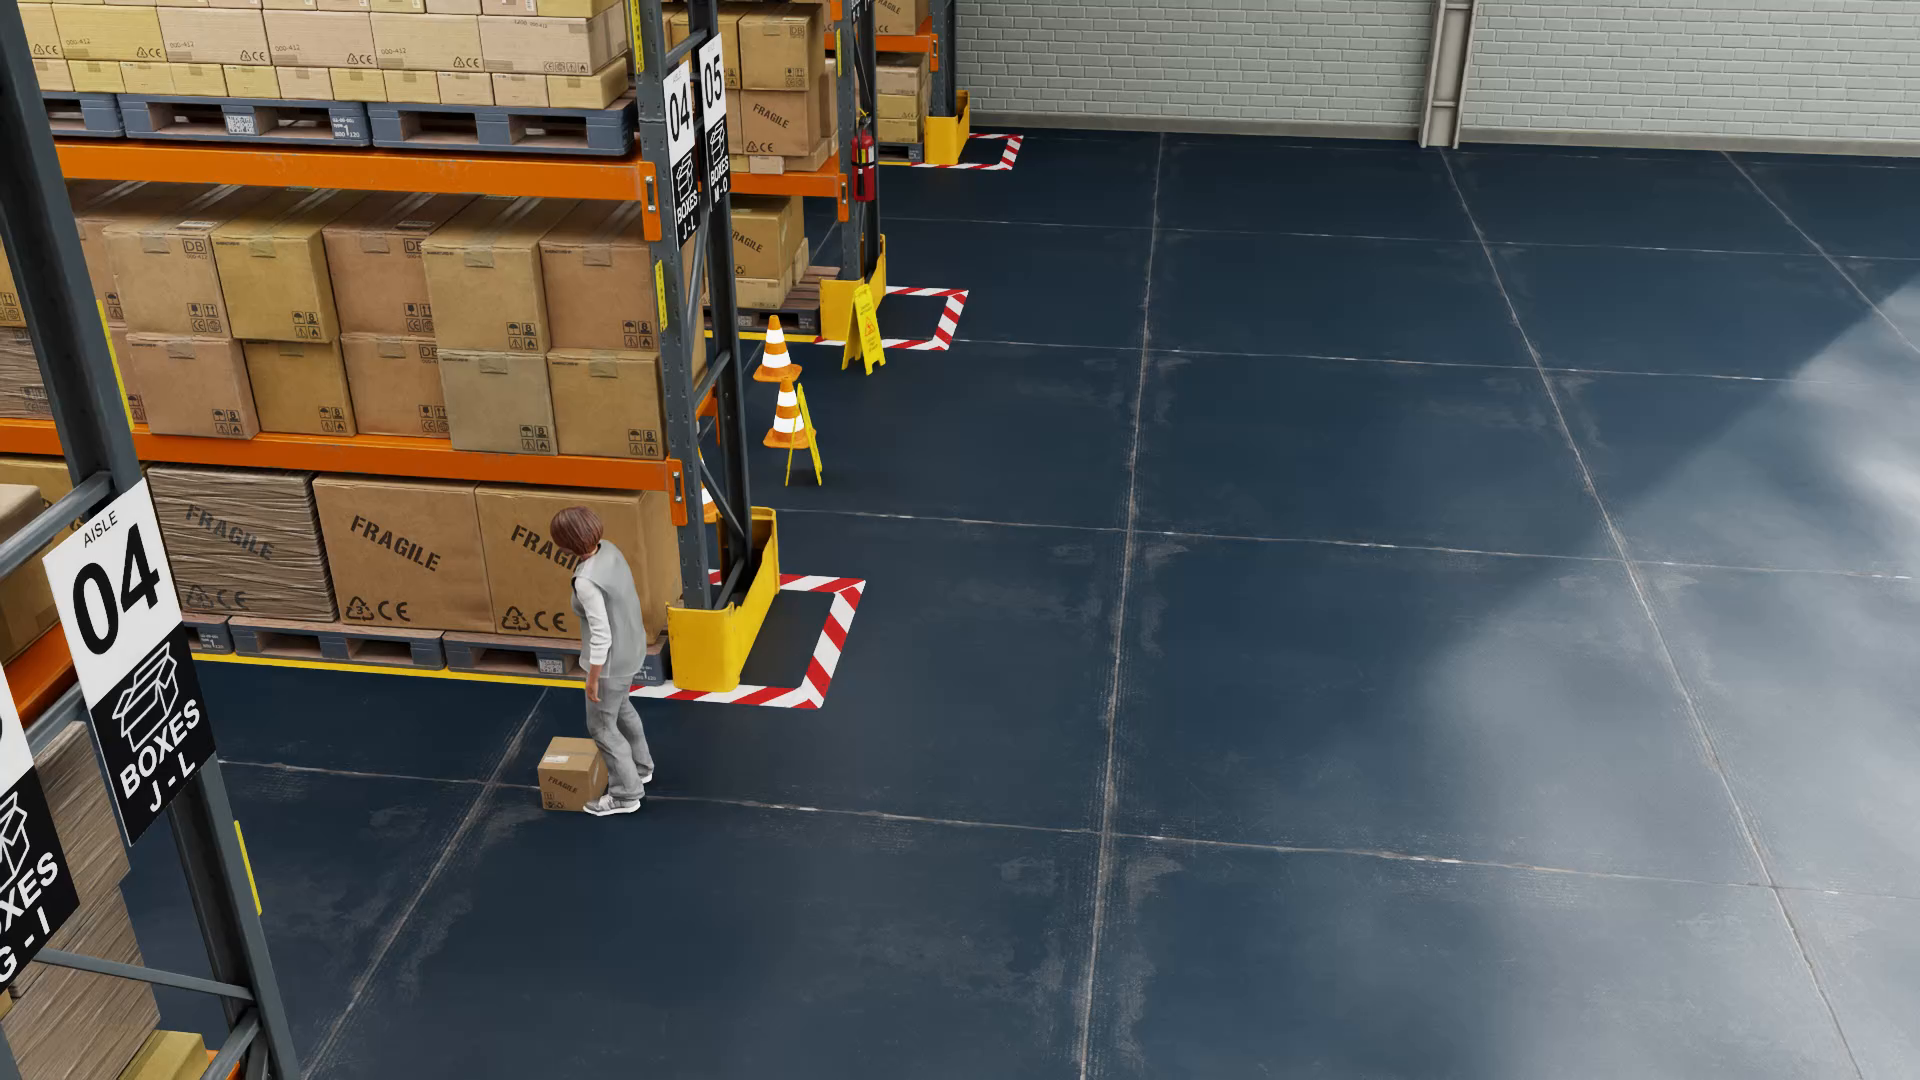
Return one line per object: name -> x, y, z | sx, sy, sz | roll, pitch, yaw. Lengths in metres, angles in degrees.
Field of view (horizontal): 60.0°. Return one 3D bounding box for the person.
person -> -1.618, 0.547, 7.642 | 0.346, 1.591, 0.476 | 2, 29, 3
